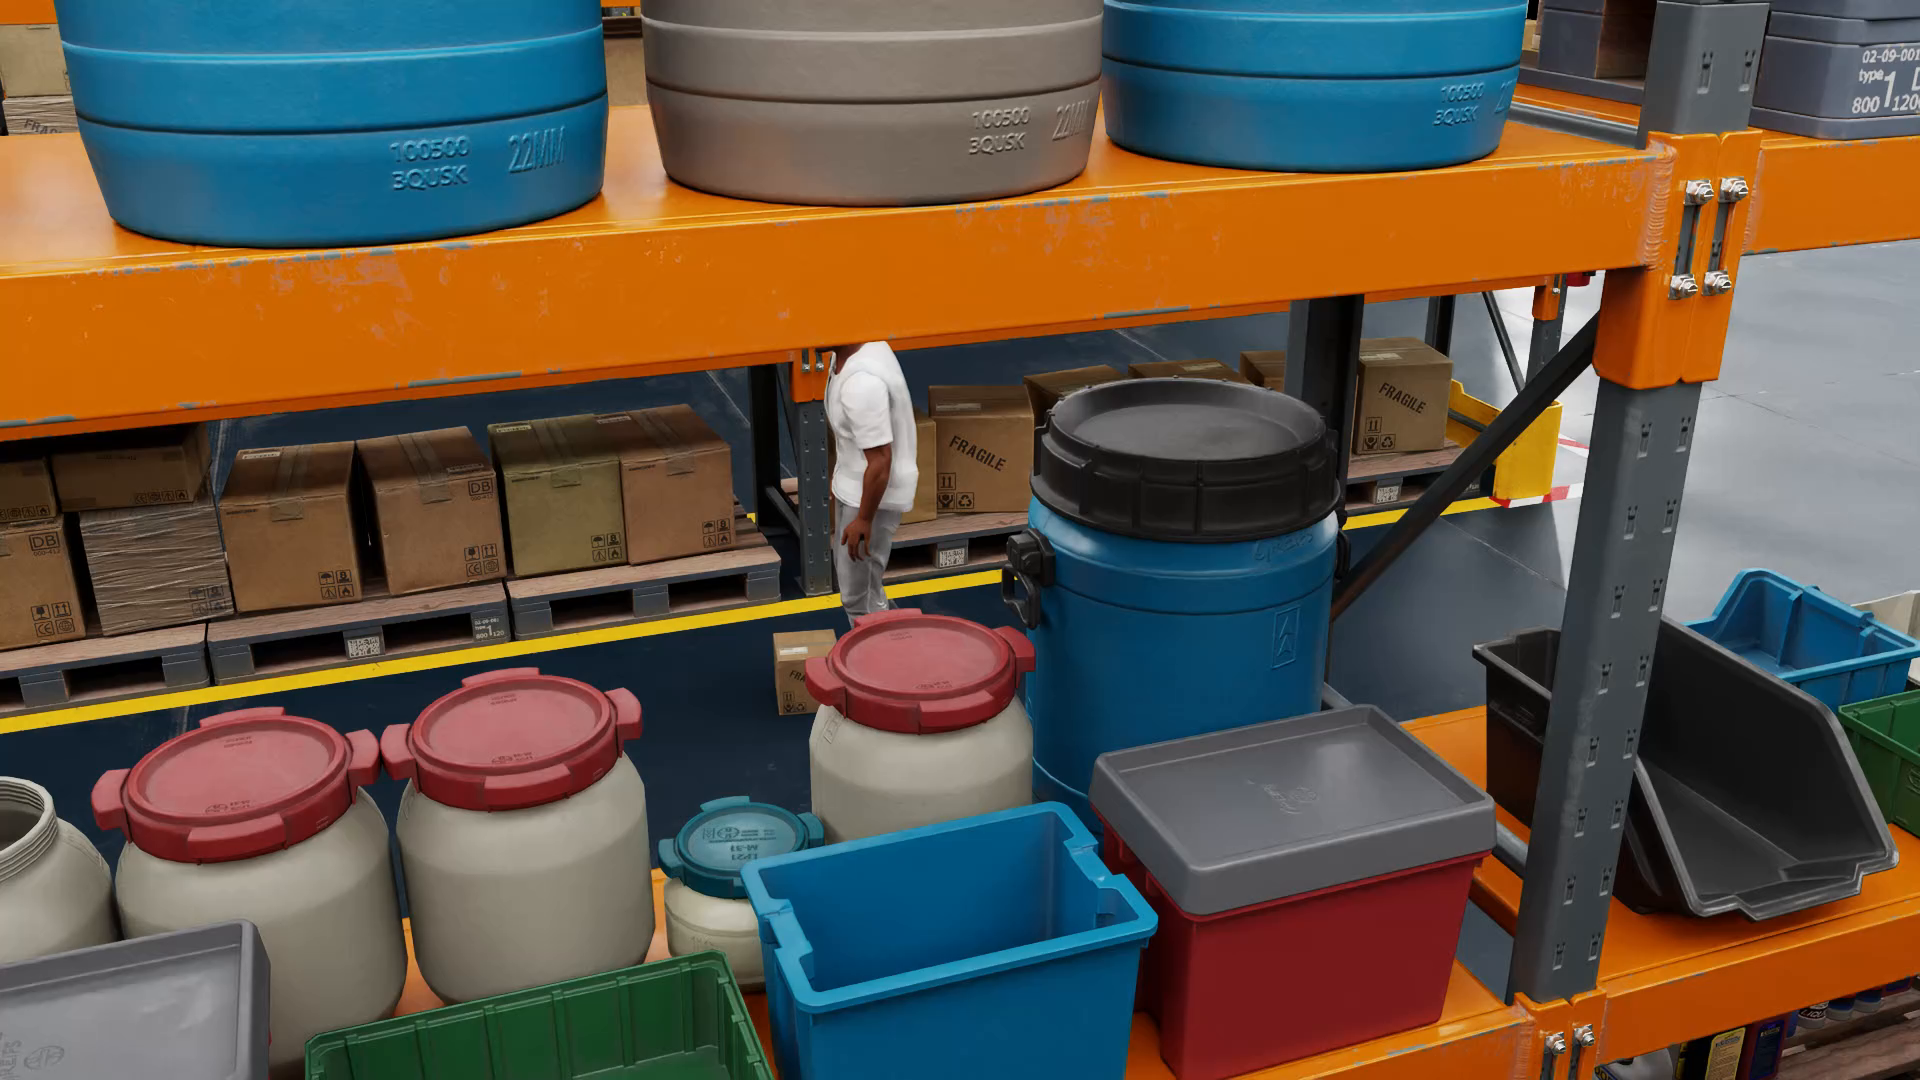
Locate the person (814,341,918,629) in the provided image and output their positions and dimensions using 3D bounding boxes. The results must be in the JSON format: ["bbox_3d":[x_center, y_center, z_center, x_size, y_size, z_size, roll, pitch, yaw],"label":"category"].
[{"bbox_3d":[-0.402,-0.176,6.494,0.462,1.760,0.636,-3,23,-8],"label":"person"}]
